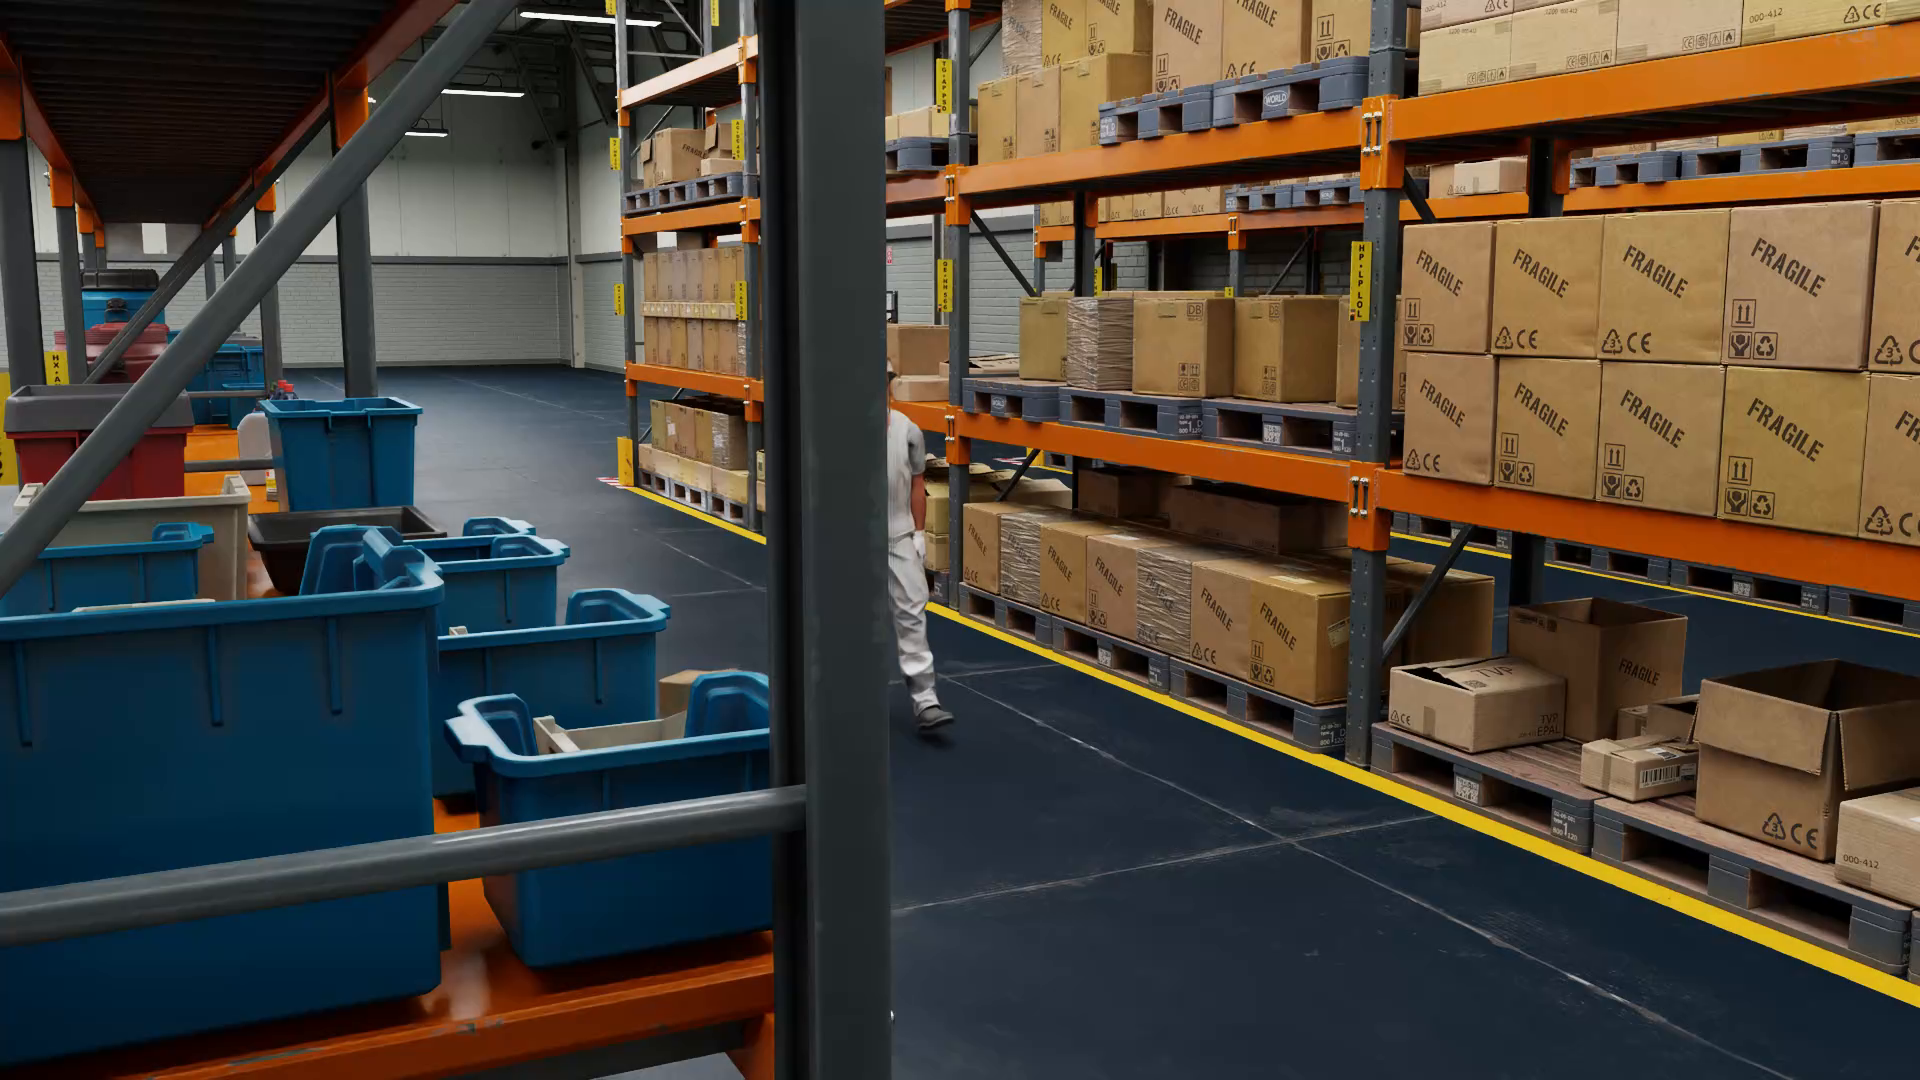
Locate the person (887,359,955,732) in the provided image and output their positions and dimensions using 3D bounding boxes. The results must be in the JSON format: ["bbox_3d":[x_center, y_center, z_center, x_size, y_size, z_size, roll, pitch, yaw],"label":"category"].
[{"bbox_3d":[-0.386,-0.002,7.764,0.634,1.753,0.904,-1,8,-8],"label":"person"}]
